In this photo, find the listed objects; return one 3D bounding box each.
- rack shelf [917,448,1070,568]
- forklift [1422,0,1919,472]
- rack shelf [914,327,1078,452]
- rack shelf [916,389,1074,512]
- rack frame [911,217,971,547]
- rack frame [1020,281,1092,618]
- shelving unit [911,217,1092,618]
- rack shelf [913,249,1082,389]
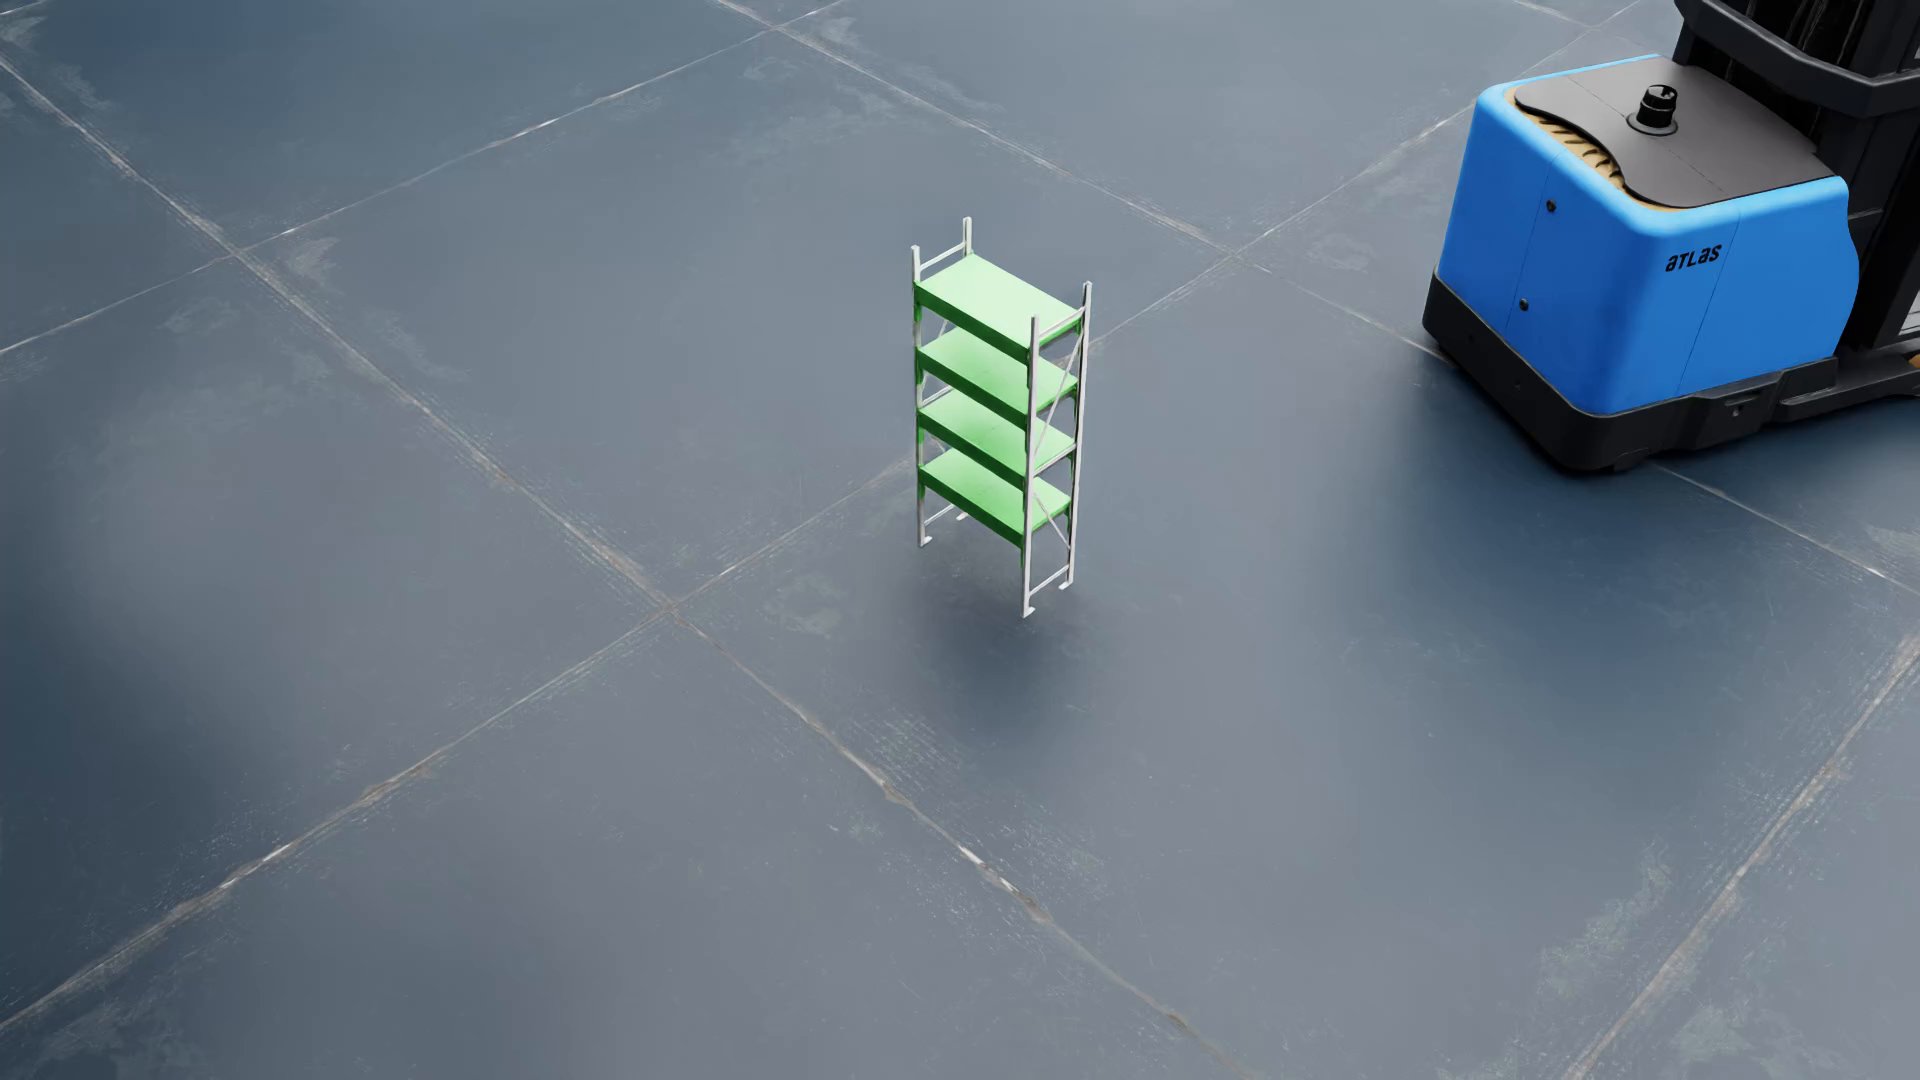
[{"bbox_3d":[0.117,-0.138,5.463,0.258,0.148,0.480,-34,53,-31],"label":"rack shelf"},{"bbox_3d":[3.397,-1.946,5.696,3.031,2.935,1.130,-14,45,-15],"label":"forklift"},{"bbox_3d":[0.117,-0.490,5.137,0.258,0.148,0.480,-34,53,-31],"label":"rack shelf"},{"bbox_3d":[0.117,-0.314,5.300,0.258,0.148,0.480,-34,53,-31],"label":"rack shelf"},{"bbox_3d":[-0.055,-0.478,5.384,0.240,1.200,0.015,-34,53,-31],"label":"rack frame"},{"bbox_3d":[0.289,-0.244,5.130,0.240,1.200,0.015,-34,53,-31],"label":"rack frame"},{"bbox_3d":[0.117,-0.361,5.257,0.258,1.200,0.503,-34,53,-31],"label":"shelving unit"},{"bbox_3d":[0.117,-0.667,4.974,0.258,0.148,0.480,-34,53,-31],"label":"rack shelf"}]
